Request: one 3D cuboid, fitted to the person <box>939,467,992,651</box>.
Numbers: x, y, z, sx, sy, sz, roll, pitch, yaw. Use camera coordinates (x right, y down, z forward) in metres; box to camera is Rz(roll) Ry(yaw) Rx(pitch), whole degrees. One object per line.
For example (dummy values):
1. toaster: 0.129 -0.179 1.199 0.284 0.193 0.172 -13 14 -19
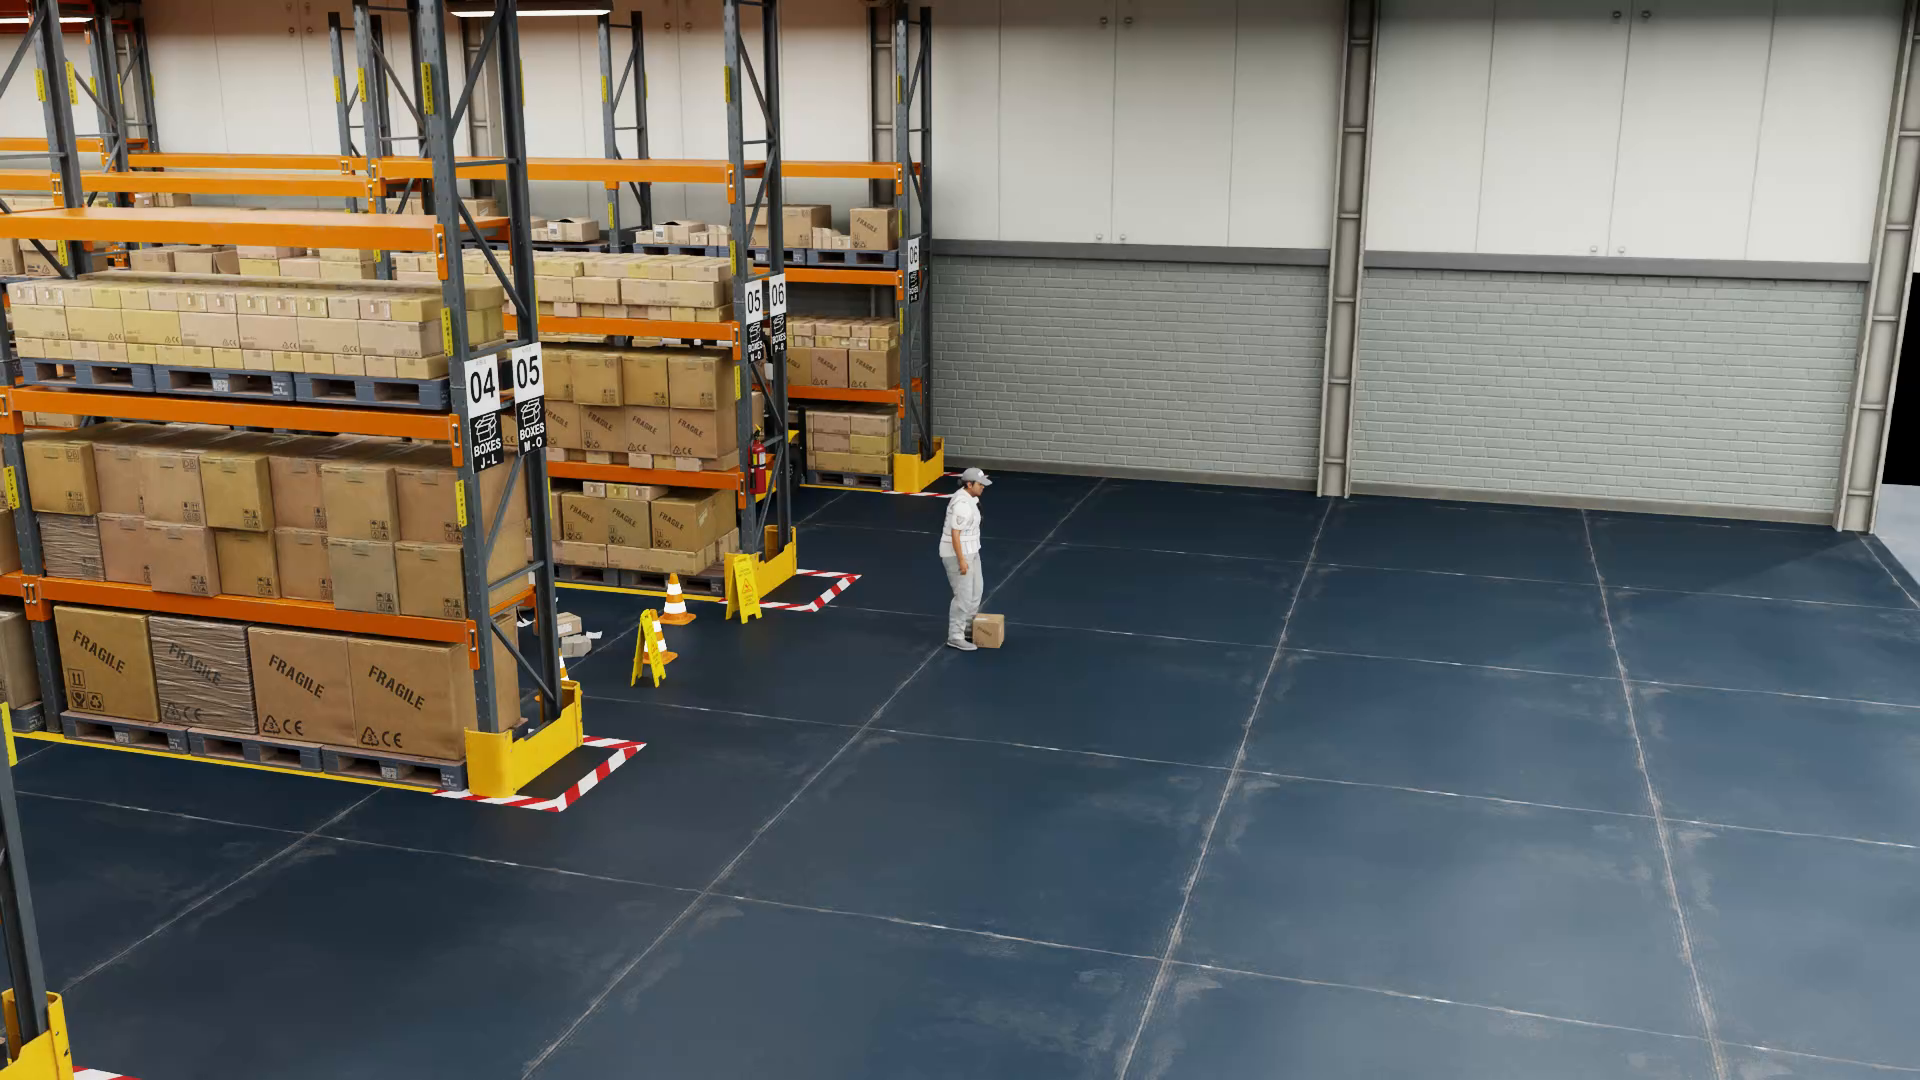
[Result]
1. person: 0.057 0.148 15.397 0.470 1.665 0.563 3 16 13
